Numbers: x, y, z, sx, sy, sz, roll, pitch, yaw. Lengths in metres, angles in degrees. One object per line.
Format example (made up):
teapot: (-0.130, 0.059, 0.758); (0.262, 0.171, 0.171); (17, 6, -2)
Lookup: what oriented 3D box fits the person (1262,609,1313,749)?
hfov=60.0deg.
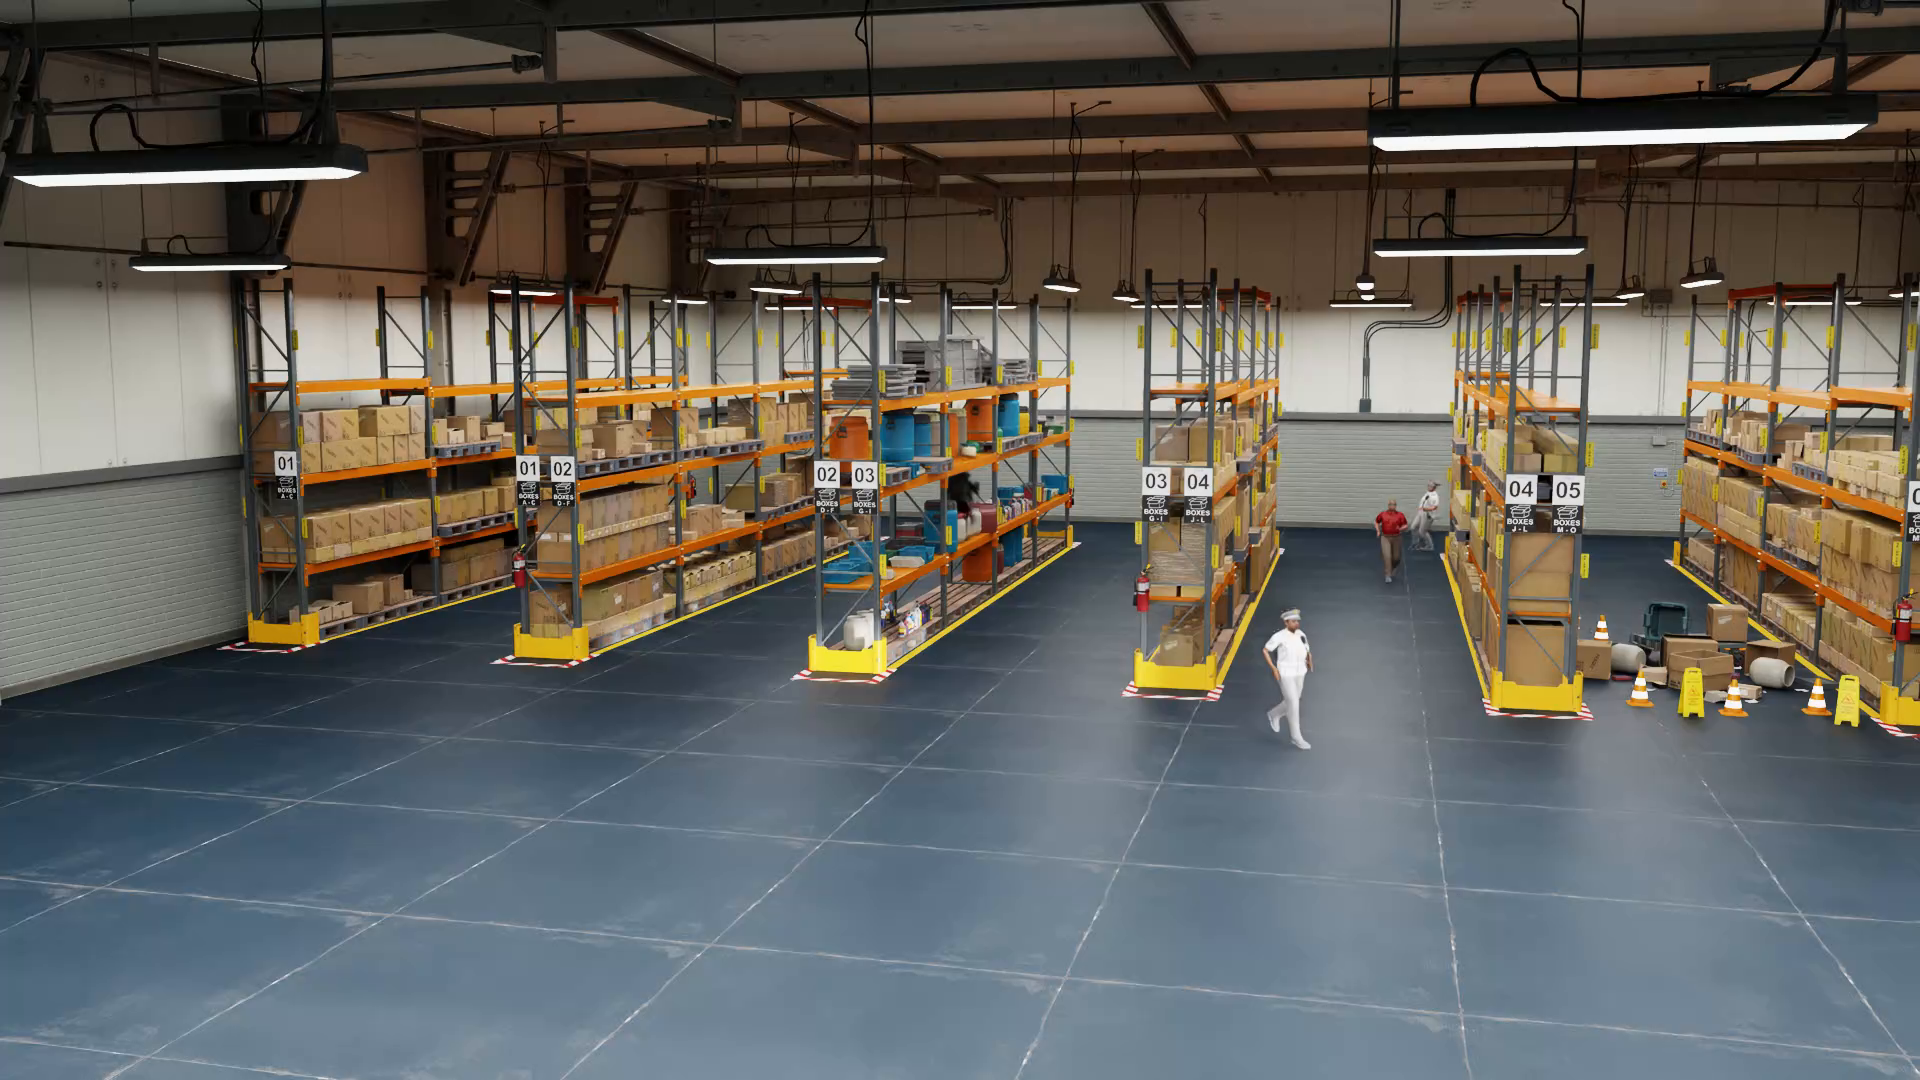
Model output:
person: (4.088, 1.689, 20.697); (0.597, 1.675, 0.906); (-4, 8, -27)

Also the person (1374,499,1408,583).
person: (8.974, 0.001, 34.632); (0.674, 1.696, 0.921); (1, 7, 10)

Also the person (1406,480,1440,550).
person: (11.018, -0.559, 39.456); (0.600, 1.764, 0.804); (0, 7, -2)
